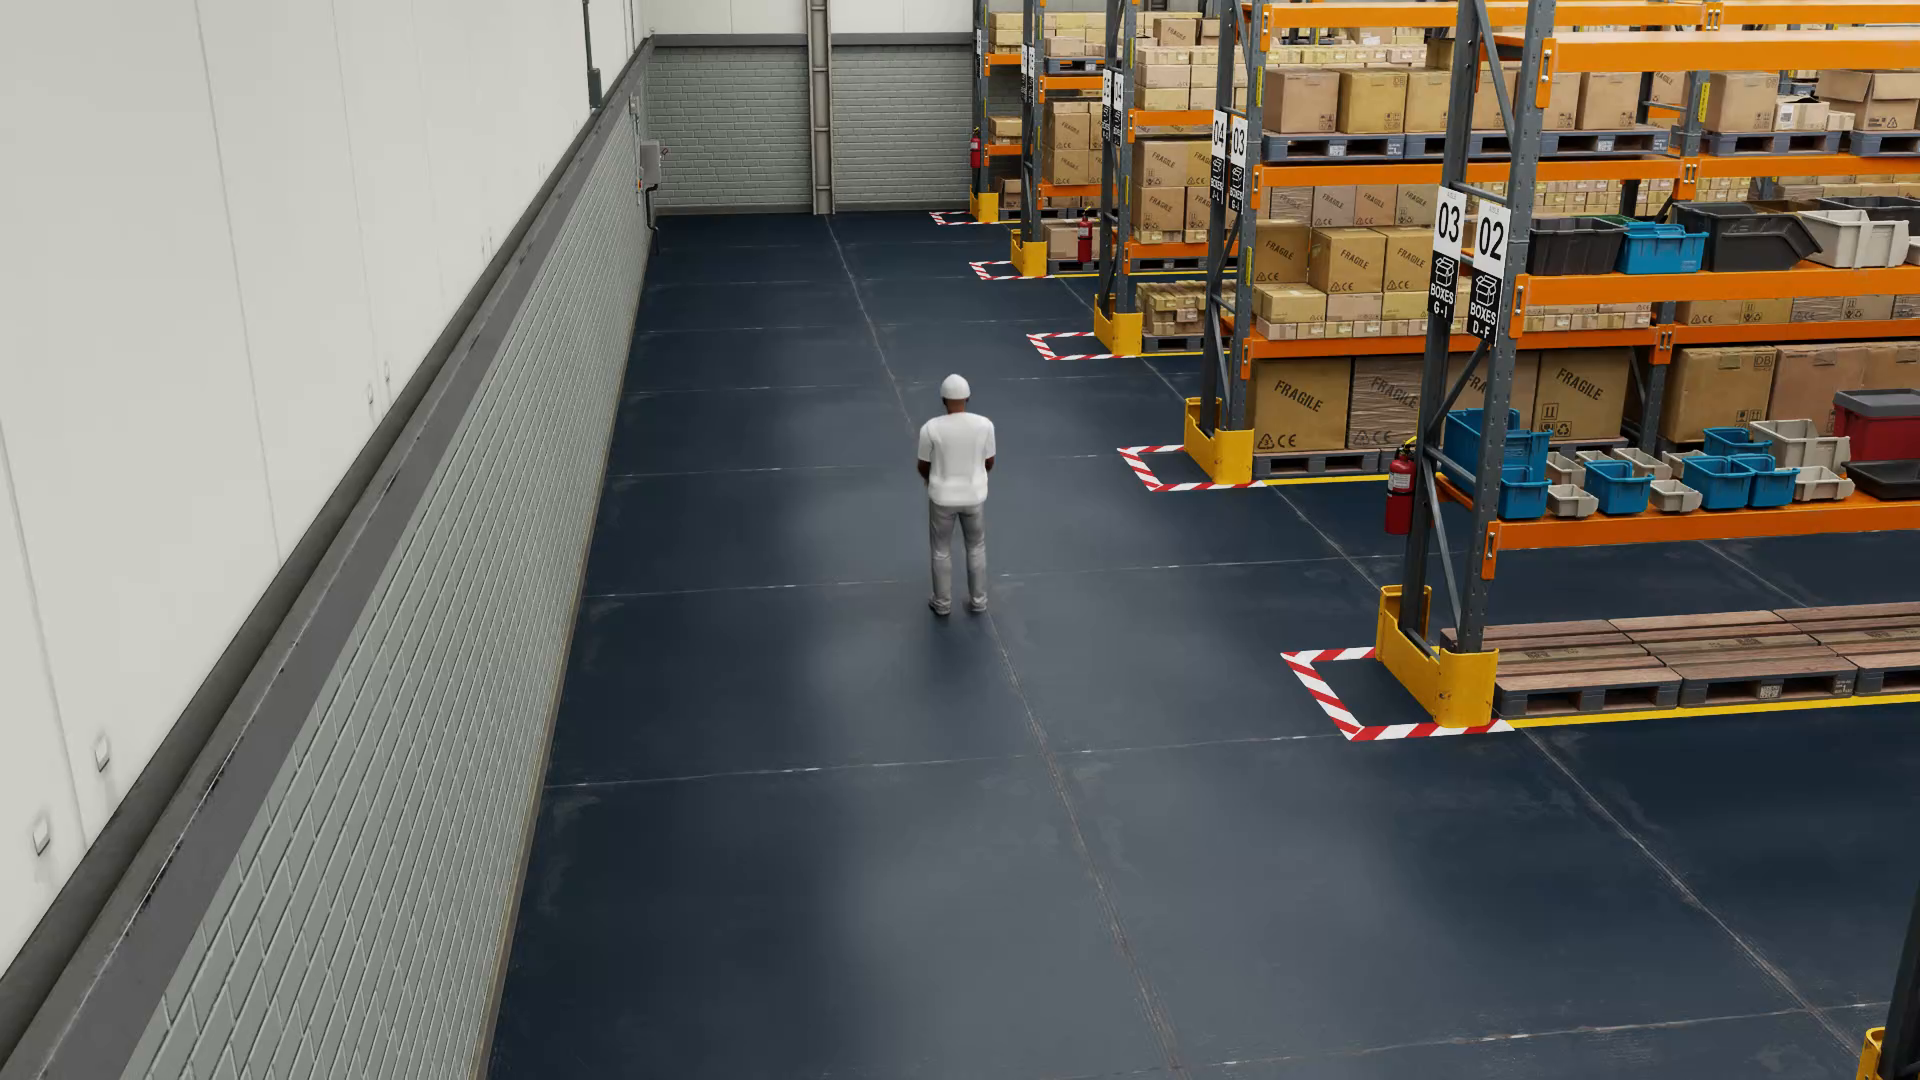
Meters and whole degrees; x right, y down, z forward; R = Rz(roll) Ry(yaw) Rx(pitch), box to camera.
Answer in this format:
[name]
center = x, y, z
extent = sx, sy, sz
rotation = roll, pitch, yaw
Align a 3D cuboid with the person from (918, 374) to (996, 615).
[person]
center = -0.034, -0.337, 11.968
extent = 0.562, 1.768, 0.509
rotation = -3, 20, -8
